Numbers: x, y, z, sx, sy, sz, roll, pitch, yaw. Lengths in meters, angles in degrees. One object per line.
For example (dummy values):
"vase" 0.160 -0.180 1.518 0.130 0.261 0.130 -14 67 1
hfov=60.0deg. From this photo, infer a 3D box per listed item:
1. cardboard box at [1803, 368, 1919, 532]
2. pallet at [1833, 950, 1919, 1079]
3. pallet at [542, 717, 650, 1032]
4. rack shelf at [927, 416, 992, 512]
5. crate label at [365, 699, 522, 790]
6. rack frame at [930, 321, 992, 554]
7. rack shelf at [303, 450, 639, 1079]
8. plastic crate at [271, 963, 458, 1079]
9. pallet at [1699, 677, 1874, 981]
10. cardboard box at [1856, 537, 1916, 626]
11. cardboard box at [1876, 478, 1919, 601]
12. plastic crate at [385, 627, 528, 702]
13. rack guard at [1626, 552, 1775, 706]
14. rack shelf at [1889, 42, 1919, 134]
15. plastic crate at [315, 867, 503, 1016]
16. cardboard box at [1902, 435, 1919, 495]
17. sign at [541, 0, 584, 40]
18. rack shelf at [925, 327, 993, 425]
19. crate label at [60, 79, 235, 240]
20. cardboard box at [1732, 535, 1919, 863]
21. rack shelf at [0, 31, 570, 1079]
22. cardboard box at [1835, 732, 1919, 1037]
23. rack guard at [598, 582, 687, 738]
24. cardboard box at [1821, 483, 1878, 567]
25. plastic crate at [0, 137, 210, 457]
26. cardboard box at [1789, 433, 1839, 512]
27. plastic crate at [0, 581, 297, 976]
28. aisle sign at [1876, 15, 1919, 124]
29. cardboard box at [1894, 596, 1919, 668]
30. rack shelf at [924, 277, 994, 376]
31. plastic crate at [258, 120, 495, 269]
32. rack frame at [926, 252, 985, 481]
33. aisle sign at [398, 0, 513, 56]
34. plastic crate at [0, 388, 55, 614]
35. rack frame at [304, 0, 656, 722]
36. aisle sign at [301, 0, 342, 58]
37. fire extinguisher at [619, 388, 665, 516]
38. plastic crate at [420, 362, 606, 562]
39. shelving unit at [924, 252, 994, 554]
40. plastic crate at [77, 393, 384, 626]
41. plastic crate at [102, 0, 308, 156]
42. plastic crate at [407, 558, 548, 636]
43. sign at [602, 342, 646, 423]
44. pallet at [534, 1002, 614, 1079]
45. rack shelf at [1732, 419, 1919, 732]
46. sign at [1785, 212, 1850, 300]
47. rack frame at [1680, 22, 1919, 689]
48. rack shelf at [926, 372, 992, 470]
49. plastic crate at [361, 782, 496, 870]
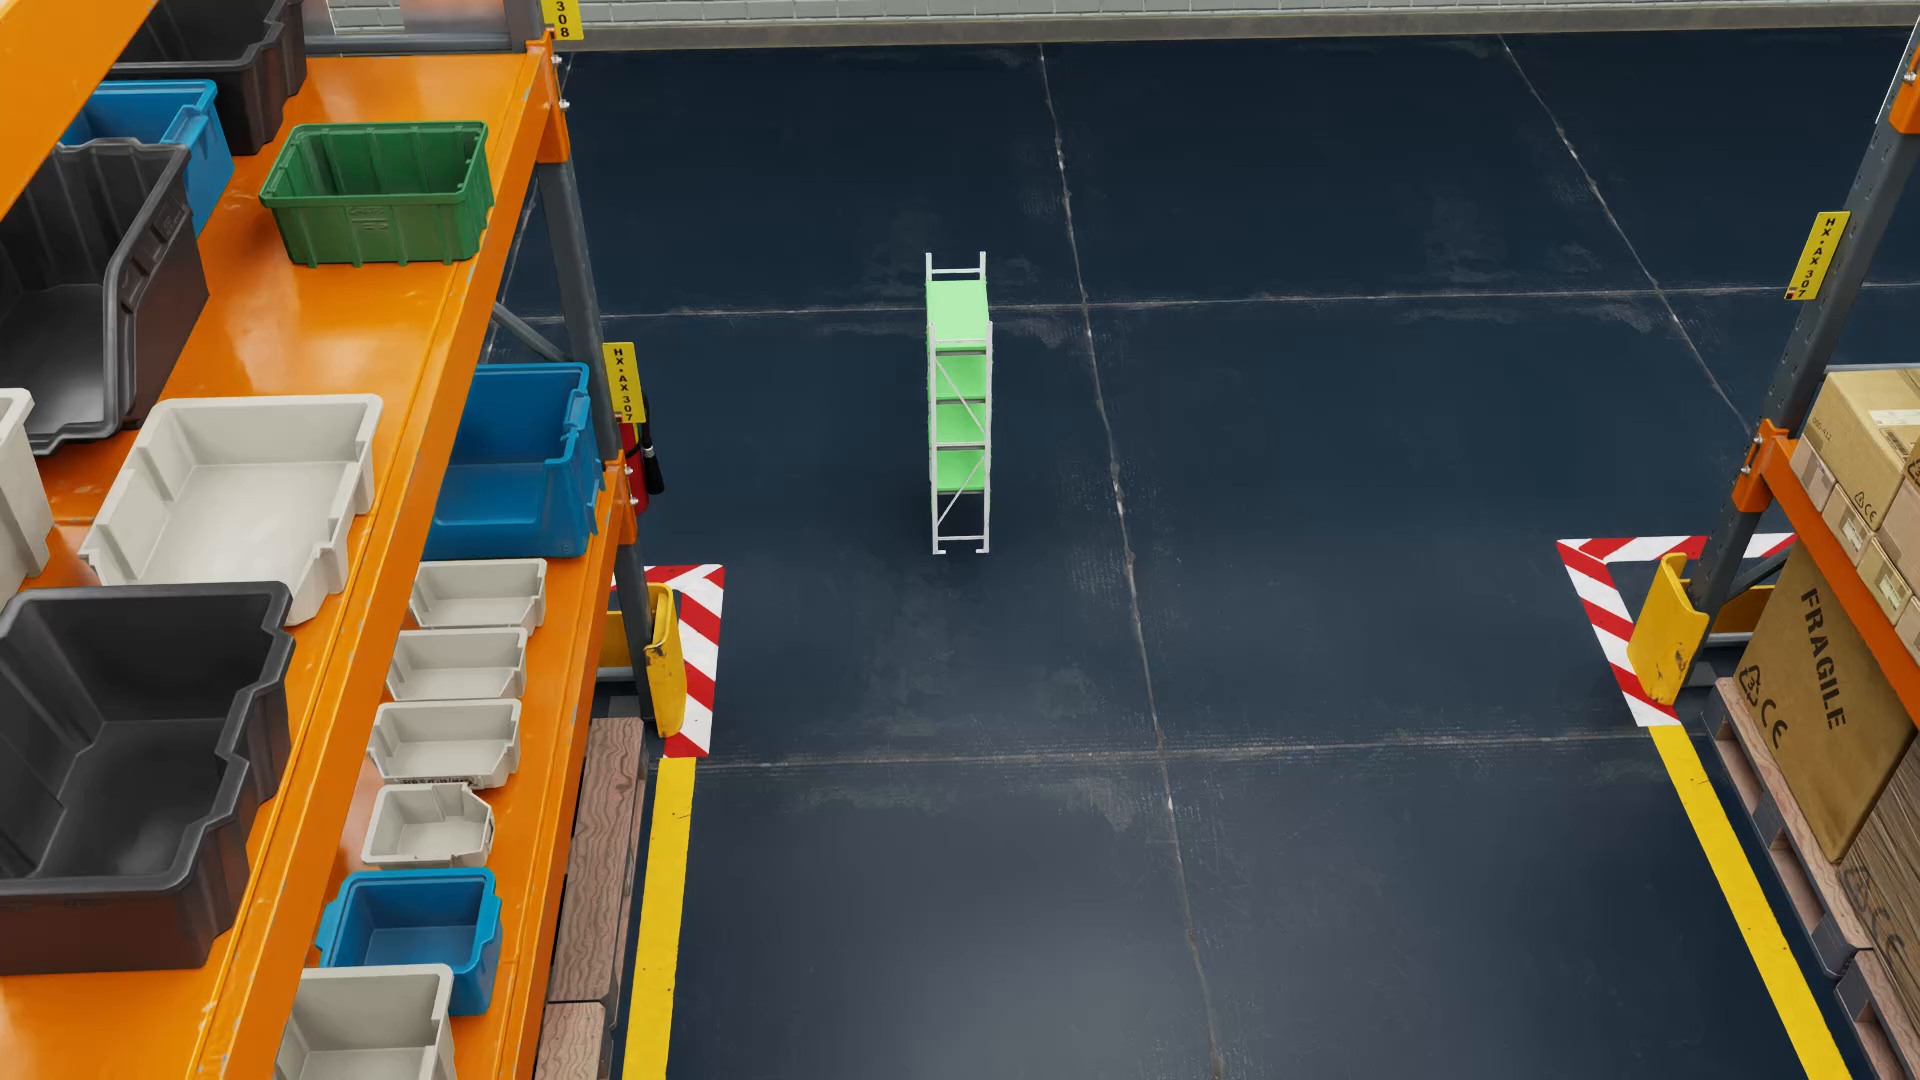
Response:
"cardboard box" 3.046 -0.293 5.240 0.500 0.250 0.500 -3 43 -3
"pallet" 3.456 1.817 5.112 1.003 0.211 1.213 -2 43 -2
"pallet" -1.657 1.158 5.831 1.003 0.211 1.213 -2 43 -2
"rack shelf" -0.007 -0.330 7.172 0.258 0.148 0.480 -2 43 -2
"crate label" -1.403 0.576 4.553 0.396 0.136 0.243 -2 43 -2
"rack frame" 0.003 -0.389 6.787 0.240 1.200 0.015 -2 43 -2
"rack shelf" -1.568 1.187 4.267 1.077 0.370 4.000 -2 43 -2
"plastic crate" -1.364 1.258 3.701 0.437 0.282 0.530 -2 43 -2
"pallet" 3.408 0.995 6.008 1.003 0.211 1.213 -2 43 -2
"cardboard box" 3.004 0.118 5.088 0.380 0.149 0.250 -3 43 -3
"cardboard box" 3.075 0.058 4.858 0.500 0.250 0.500 -2 43 -2
"plastic crate" -1.440 0.388 4.757 0.396 0.136 0.243 -2 43 -2
"rack guard" 3.294 0.335 6.514 1.175 0.500 0.348 -2 43 -2
"rack shelf" 3.380 -0.061 3.409 1.077 0.370 4.000 -2 43 -2
"plastic crate" -1.310 0.991 4.029 0.416 0.233 0.300 -2 43 -2
"cardboard box" 3.067 -0.232 4.619 0.500 0.500 0.500 -3 43 -3
"sign" -1.104 -1.522 4.548 0.100 0.325 0.005 -2 43 -2
"rack shelf" -0.007 -0.684 6.847 0.258 0.148 0.480 -2 43 -2
"crate label" -1.937 -0.847 3.844 0.408 0.251 0.502 -2 43 -2
"cardboard box" 3.403 0.488 5.759 0.875 0.875 0.875 -2 43 -2
"rack shelf" -1.568 0.082 3.254 1.077 0.370 4.000 -2 43 -2
"cardboard box" 3.441 1.102 5.089 0.875 0.875 0.875 -2 43 -2
"rack guard" -1.667 0.478 6.359 1.175 0.500 0.348 -2 43 -2
"cardboard box" 2.993 -0.055 5.276 0.380 0.149 0.250 -2 43 -2
"plastic crate" -1.863 -0.472 3.371 0.504 0.338 0.767 -2 43 -2
"cardboard box" 2.981 -0.228 5.465 0.380 0.149 0.250 -1 43 -1
"plastic crate" -1.262 0.368 2.505 0.497 0.269 0.590 -2 43 -2
"aisle sign" 2.993 -1.568 4.817 0.394 0.787 0.004 -2 43 -2
"cardboard box" 3.017 0.294 4.896 0.380 0.149 0.250 -2 43 -2
"rack shelf" -0.007 -0.861 6.685 0.258 0.148 0.480 -2 43 -2
"plastic crate" -1.326 -0.798 3.838 0.450 0.188 0.336 -2 43 -2
"rack frame" -0.017 -0.719 7.146 0.240 1.200 0.015 -2 43 -2
"aisle sign" -1.363 -1.443 4.681 0.394 0.787 0.004 -2 43 -2
"plastic crate" -1.867 0.015 2.882 0.437 0.282 0.530 -2 43 -2
"rack frame" -1.653 -0.428 5.497 1.000 3.000 0.127 -2 43 -2
"aisle sign" -1.953 -1.426 4.662 0.394 0.787 0.004 -2 43 -2
"fire extinguisher" -1.205 -0.377 5.775 0.296 0.674 0.183 -2 43 -2
"plastic crate" -1.452 -0.242 5.224 0.616 0.435 0.499 -2 43 -2
"shelving unit" -0.007 -0.554 6.966 0.258 1.200 0.503 -2 43 -2
"plastic crate" -1.317 -0.049 3.058 0.437 0.136 0.530 -2 43 -2
"plastic crate" -1.915 -1.218 4.235 0.497 0.269 0.590 -2 43 -2
"plastic crate" -1.437 0.192 4.971 0.396 0.136 0.243 -2 43 -2
"sign" -1.104 -0.515 5.471 0.100 0.325 0.005 -2 43 -2
"pallet" -1.608 1.979 4.934 1.003 0.211 1.213 -2 43 -2
"rack shelf" 3.380 1.045 4.422 1.077 0.370 4.000 -2 43 -2
"sign" 2.741 -0.907 5.320 0.100 0.325 0.005 -2 43 -2
"rack frame" 3.296 -0.570 5.652 1.000 3.000 0.127 -2 43 -2
"rack shelf" -0.007 -0.507 7.010 0.258 0.148 0.480 -2 43 -2
"plastic crate" -1.372 0.775 4.335 0.298 0.136 0.250 -2 43 -2
